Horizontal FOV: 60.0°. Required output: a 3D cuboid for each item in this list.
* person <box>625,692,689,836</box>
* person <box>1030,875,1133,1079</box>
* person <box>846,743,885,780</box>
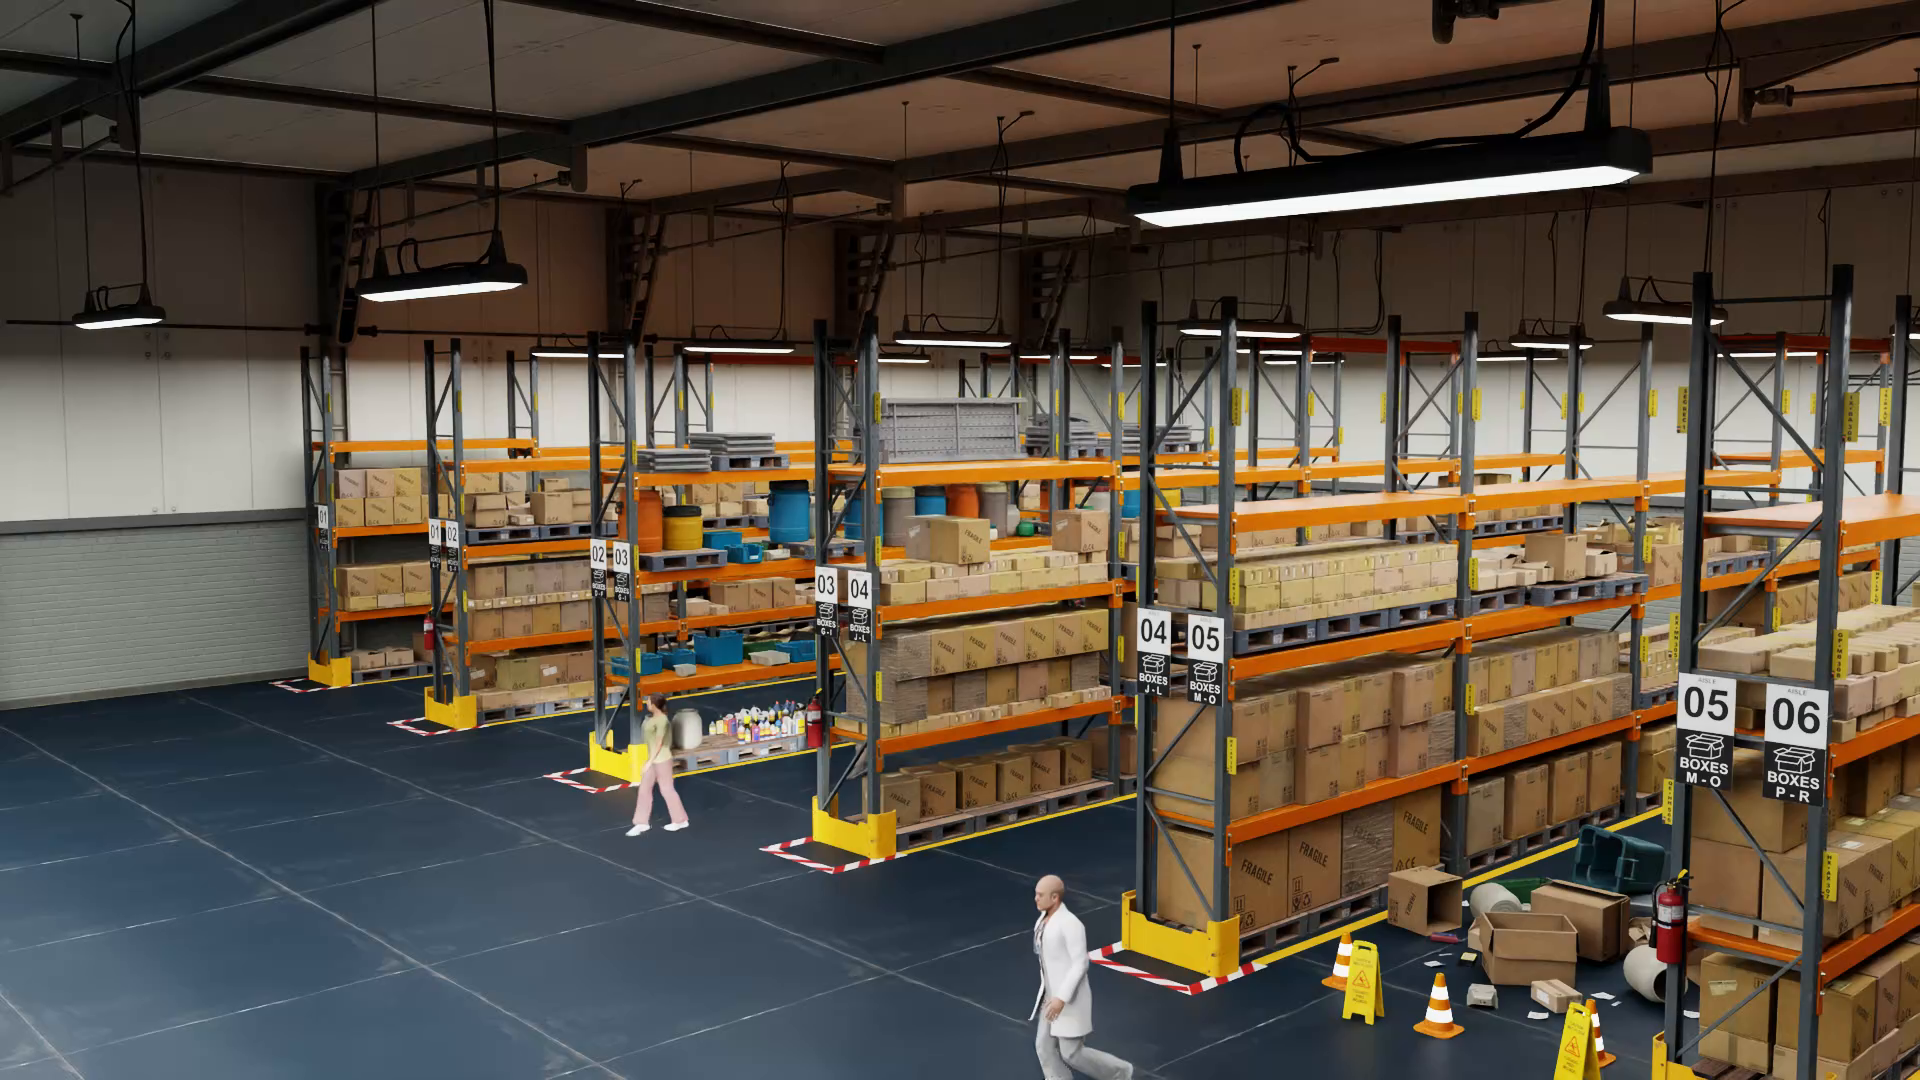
[{"bbox_3d":[-3.582,2.634,19.560,0.750,1.703,0.474,-2,5,-23],"label":"person"},{"bbox_3d":[0.854,3.251,11.921,0.750,1.757,0.641,-2,5,-23],"label":"person"},{"bbox_3d":[-1.323,2.321,22.611,0.661,1.732,0.649,-1,5,-17],"label":"person"}]
